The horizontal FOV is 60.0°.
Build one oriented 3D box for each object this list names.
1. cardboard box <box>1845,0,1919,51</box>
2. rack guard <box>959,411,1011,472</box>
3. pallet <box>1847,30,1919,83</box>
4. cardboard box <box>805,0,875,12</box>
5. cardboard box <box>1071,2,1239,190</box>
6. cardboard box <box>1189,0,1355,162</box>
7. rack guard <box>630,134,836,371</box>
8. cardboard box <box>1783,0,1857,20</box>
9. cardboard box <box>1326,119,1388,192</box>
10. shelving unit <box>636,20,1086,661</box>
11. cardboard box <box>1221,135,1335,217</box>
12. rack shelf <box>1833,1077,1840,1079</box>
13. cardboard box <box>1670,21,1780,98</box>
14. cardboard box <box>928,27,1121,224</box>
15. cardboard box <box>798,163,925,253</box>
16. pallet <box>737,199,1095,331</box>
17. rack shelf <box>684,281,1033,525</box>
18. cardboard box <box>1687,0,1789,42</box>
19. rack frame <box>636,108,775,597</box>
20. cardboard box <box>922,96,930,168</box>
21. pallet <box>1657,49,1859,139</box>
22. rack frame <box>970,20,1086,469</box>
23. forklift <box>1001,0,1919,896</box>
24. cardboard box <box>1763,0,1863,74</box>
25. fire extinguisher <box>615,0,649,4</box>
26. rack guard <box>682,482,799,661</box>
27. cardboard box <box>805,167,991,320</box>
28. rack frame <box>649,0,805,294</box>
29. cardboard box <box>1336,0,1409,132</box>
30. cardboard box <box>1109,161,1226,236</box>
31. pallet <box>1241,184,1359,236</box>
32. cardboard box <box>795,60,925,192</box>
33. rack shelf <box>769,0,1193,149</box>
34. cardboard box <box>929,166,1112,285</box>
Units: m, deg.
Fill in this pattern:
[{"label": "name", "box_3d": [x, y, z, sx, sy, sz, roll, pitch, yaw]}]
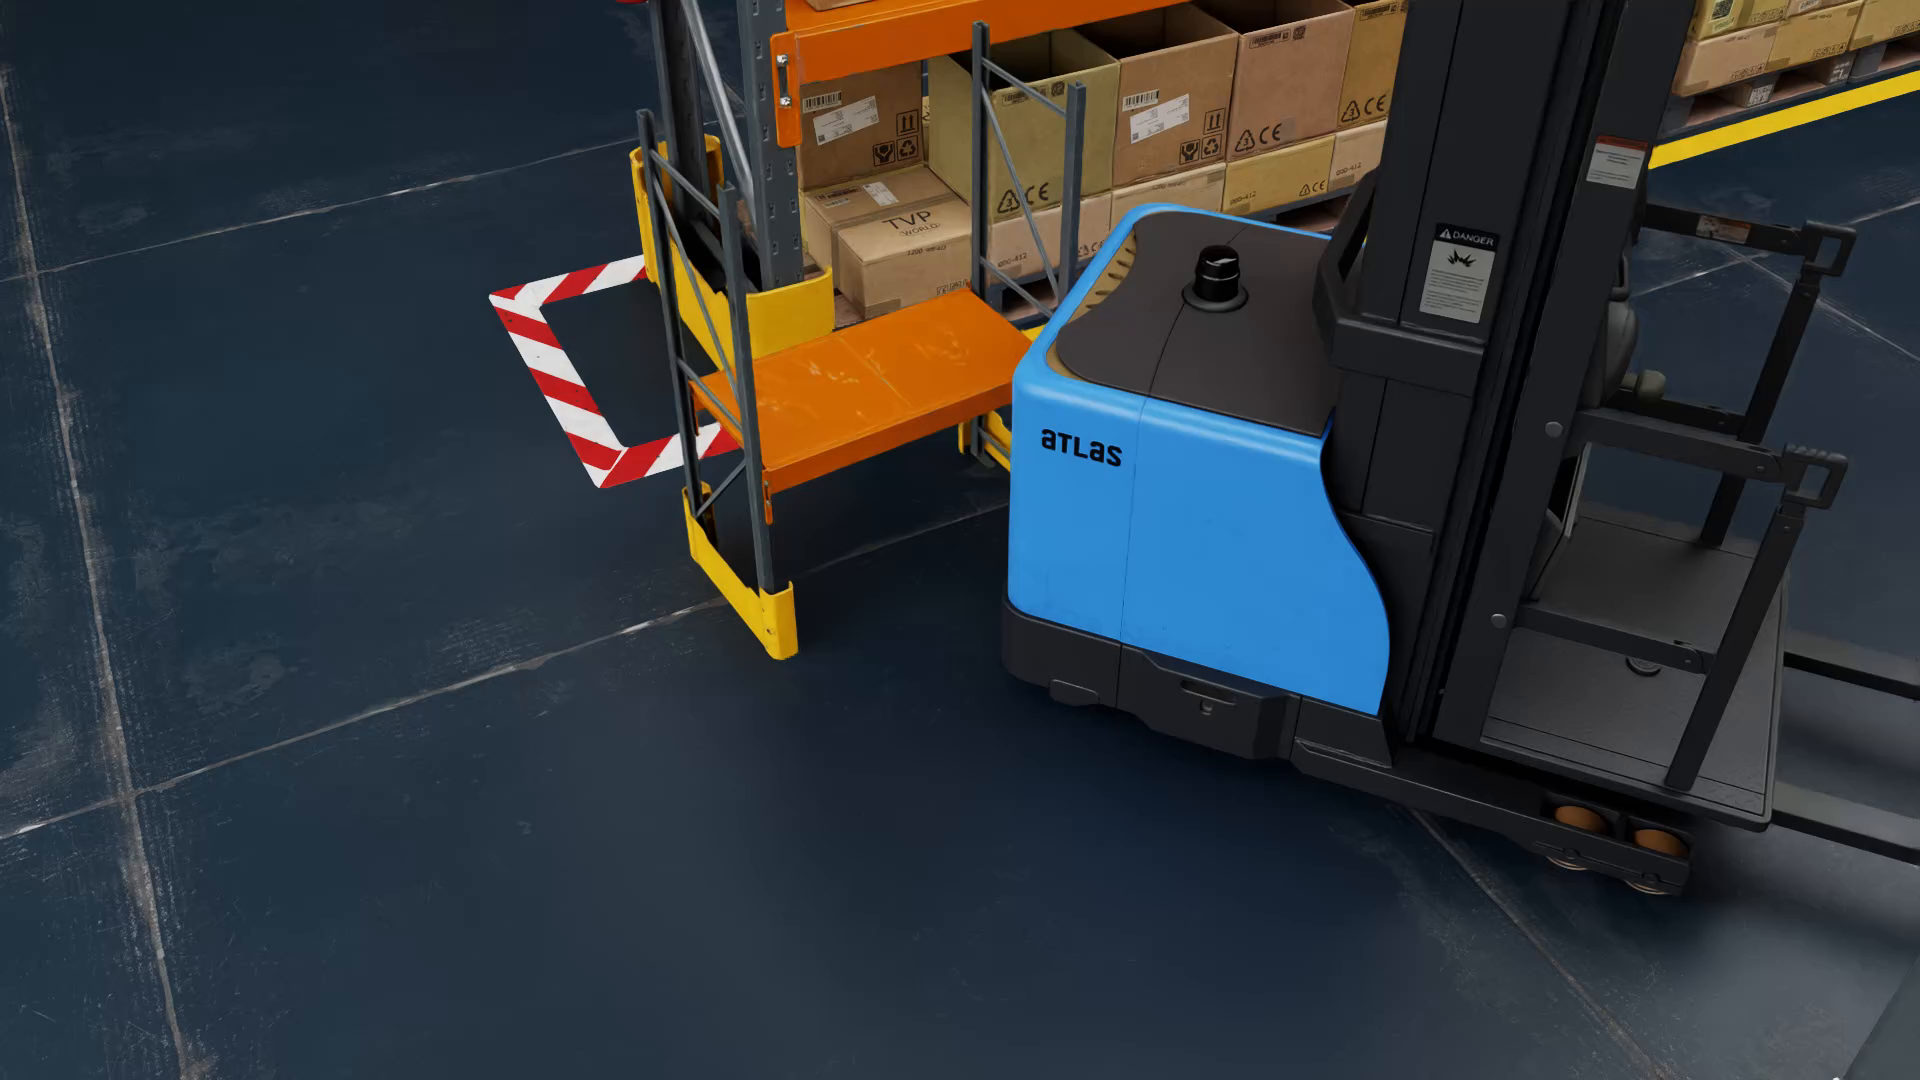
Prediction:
[{"label": "cardboard box", "box_3d": [4.128, -2.526, 7.716, 0.500, 0.250, 0.500, -20, 44, -22]}, {"label": "rack guard", "box_3d": [0.180, -0.262, 5.366, 0.087, 0.250, 0.587, -23, 45, -24]}, {"label": "pallet", "box_3d": [4.463, -2.674, 8.245, 1.213, 0.211, 1.003, -19, 44, -21]}, {"label": "cardboard box", "box_3d": [-0.384, -2.105, 5.338, 0.500, 0.500, 0.700, -19, 44, -21]}, {"label": "cardboard box", "box_3d": [0.655, -1.672, 6.126, 0.500, 0.500, 0.500, -19, 44, -21]}, {"label": "cardboard box", "box_3d": [1.106, -1.811, 6.290, 0.500, 0.500, 0.500, -19, 44, -21]}, {"label": "rack guard", "box_3d": [-0.825, -0.974, 6.014, 0.348, 0.500, 1.175, -19, 44, -21]}, {"label": "cardboard box", "box_3d": [3.672, -2.581, 7.346, 0.500, 0.311, 0.500, -19, 44, -21]}, {"label": "cardboard box", "box_3d": [1.549, -1.675, 6.710, 0.500, 0.250, 0.500, -19, 44, -21]}, {"label": "shelving unit", "box_3d": [-0.238, -0.565, 4.756, 1.083, 1.500, 0.587, -23, 45, -24]}, {"label": "cardboard box", "box_3d": [1.106, -1.525, 6.533, 0.500, 0.250, 0.500, -19, 44, -21]}, {"label": "rack shelf", "box_3d": [3.255, 0.582, 2.798, 4.000, 0.370, 1.077, -19, 44, -21]}, {"label": "cardboard box", "box_3d": [3.216, -2.218, 7.352, 0.500, 0.250, 0.500, -20, 44, -22]}, {"label": "cardboard box", "box_3d": [0.217, -1.515, 5.941, 0.500, 0.500, 0.500, -19, 44, -21]}, {"label": "cardboard box", "box_3d": [-0.464, -1.375, 6.356, 0.500, 0.250, 0.500, -19, 44, -21]}, {"label": "pallet", "box_3d": [-0.145, -1.123, 6.413, 1.213, 0.211, 1.003, -19, 44, -21]}, {"label": "rack shelf", "box_3d": [-0.246, -0.424, 4.869, 1.000, 0.185, 0.538, -23, 45, -24]}, {"label": "cardboard box", "box_3d": [3.226, -2.434, 7.173, 0.500, 0.311, 0.500, -18, 44, -20]}, {"label": "rack frame", "box_3d": [-0.674, -0.384, 4.543, 0.032, 1.500, 0.500, -23, 45, -24]}, {"label": "cardboard box", "box_3d": [-0.027, -1.531, 6.541, 0.500, 0.250, 0.500, -19, 44, -21]}, {"label": "pallet", "box_3d": [3.379, -2.307, 7.812, 1.213, 0.211, 1.003, -19, 44, -21]}, {"label": "rack frame", "box_3d": [0.182, -0.739, 4.962, 0.032, 1.500, 0.500, -23, 45, -24]}, {"label": "forklift", "box_3d": [1.681, -0.619, 3.713, 3.031, 2.935, 1.130, 16, 43, 18]}, {"label": "cardboard box", "box_3d": [3.670, -2.370, 7.531, 0.500, 0.250, 0.500, -18, 43, -20]}, {"label": "fire extinguisher", "box_3d": [-1.123, -2.137, 5.512, 0.183, 0.674, 0.296, -19, 44, -21]}, {"label": "rack guard", "box_3d": [-0.657, 0.086, 4.955, 0.087, 0.250, 0.587, -23, 45, -24]}, {"label": "cardboard box", "box_3d": [-0.225, -1.079, 6.006, 0.500, 0.250, 0.500, -19, 44, -21]}, {"label": "rack frame", "box_3d": [-0.804, -1.935, 5.214, 0.127, 3.000, 1.000, -19, 44, -21]}, {"label": "cardboard box", "box_3d": [1.543, -1.968, 6.476, 0.500, 0.500, 0.500, -19, 44, -21]}, {"label": "cardboard box", "box_3d": [0.660, -1.379, 6.360, 0.500, 0.250, 0.500, -19, 44, -21]}, {"label": "pallet", "box_3d": [0.936, -1.485, 6.840, 1.213, 0.211, 1.003, -19, 44, -21]}, {"label": "cardboard box", "box_3d": [-0.465, -1.663, 6.115, 0.500, 0.500, 0.500, -19, 44, -21]}, {"label": "rack shelf", "box_3d": [0.970, -2.257, 6.152, 4.000, 0.370, 1.077, -19, 44, -21]}, {"label": "cardboard box", "box_3d": [0.217, -1.230, 6.184, 0.500, 0.250, 0.500, -19, 44, -21]}]
